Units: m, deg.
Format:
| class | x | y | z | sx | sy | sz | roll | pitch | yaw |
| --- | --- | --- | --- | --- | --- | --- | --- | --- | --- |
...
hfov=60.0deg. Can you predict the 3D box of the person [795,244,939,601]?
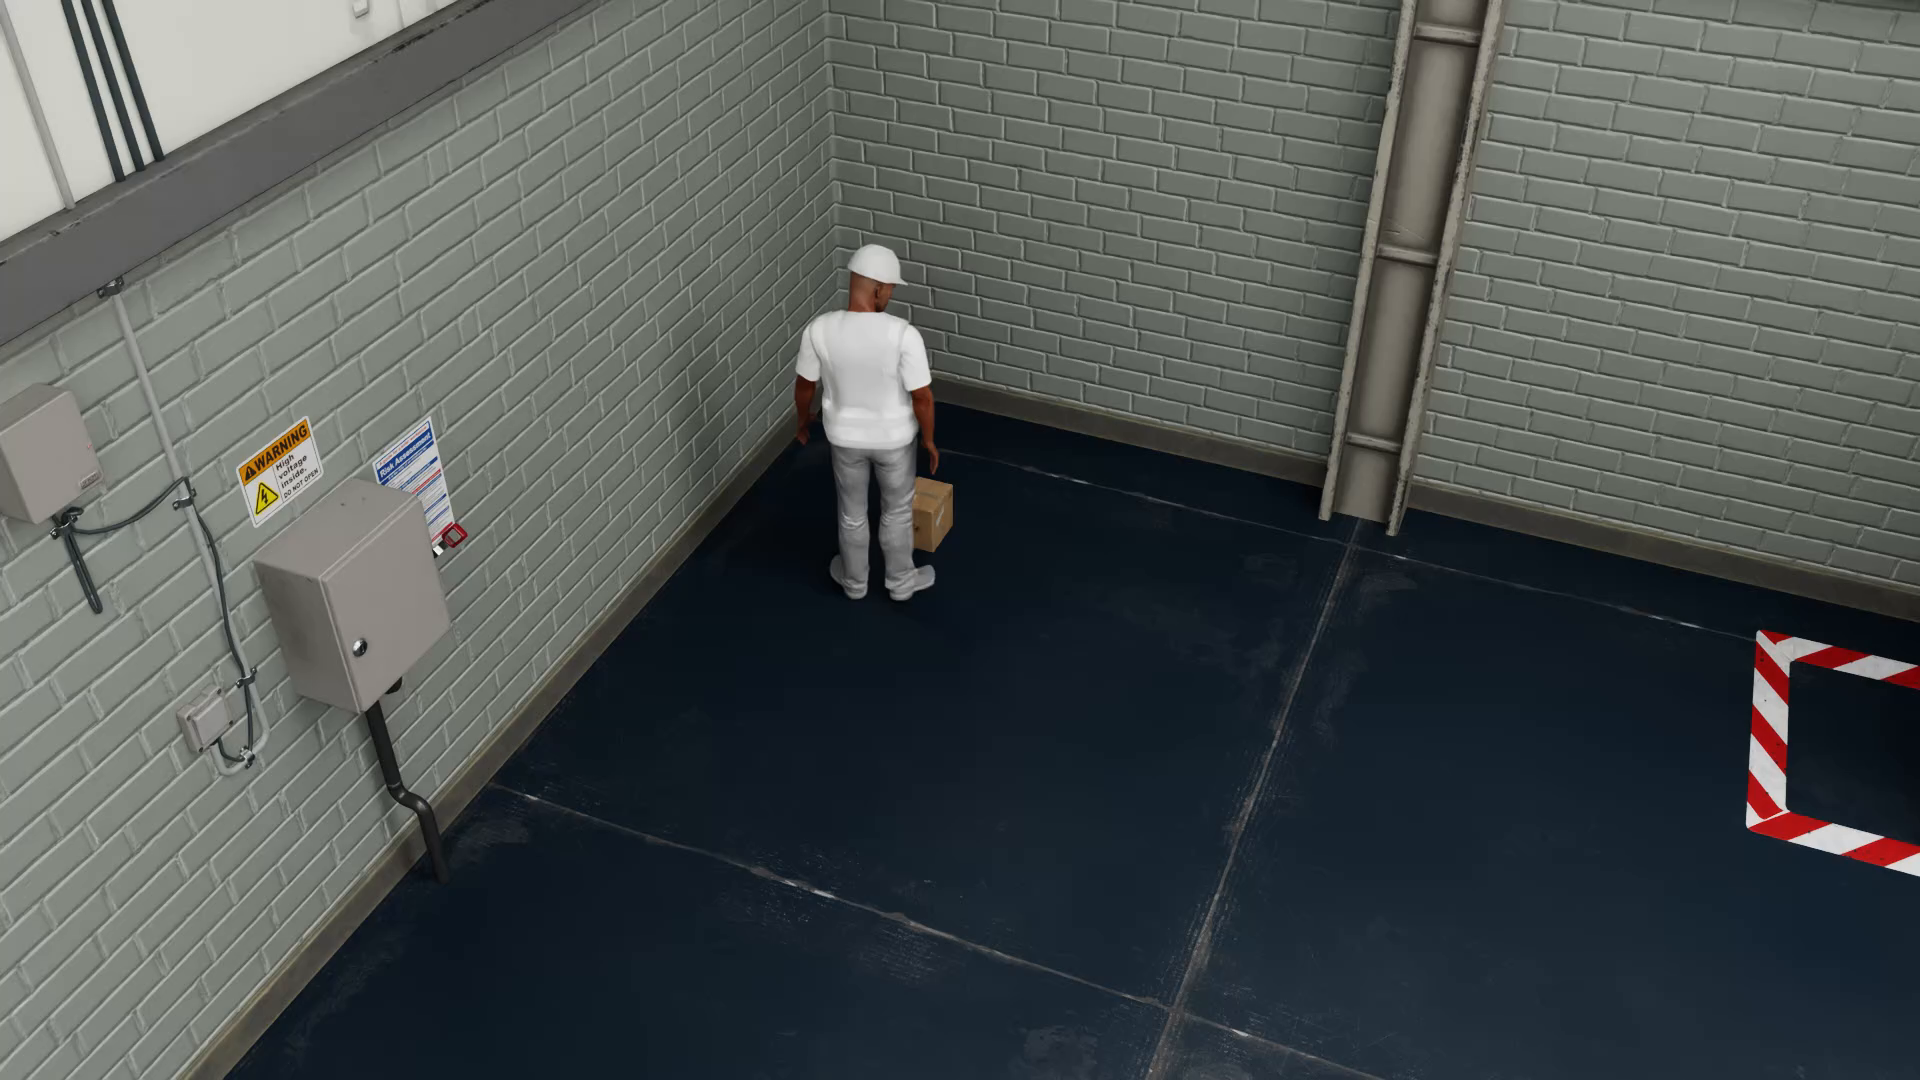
| class | x | y | z | sx | sy | sz | roll | pitch | yaw |
| --- | --- | --- | --- | --- | --- | --- | --- | --- | --- |
| person | -0.417 | -0.478 | 7.419 | 0.675 | 1.778 | 0.377 | 4 | 38 | 6 |
